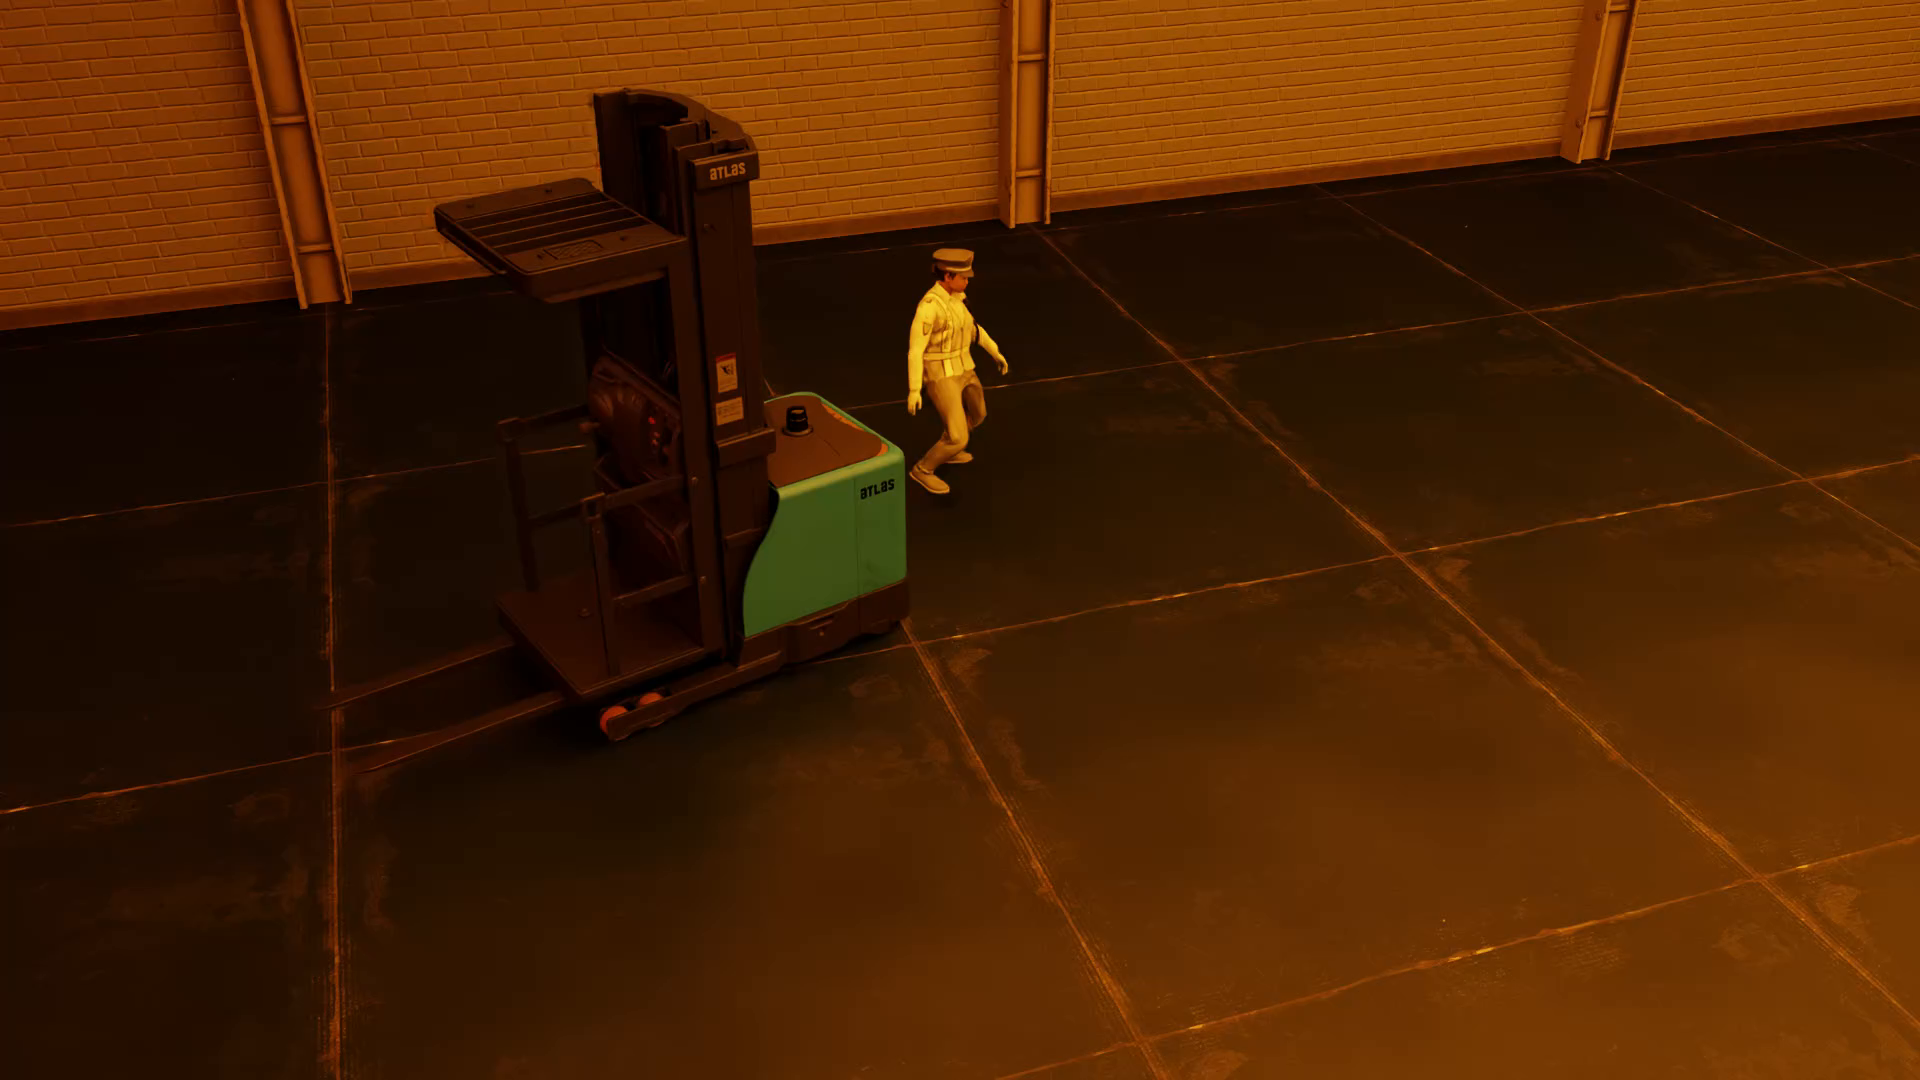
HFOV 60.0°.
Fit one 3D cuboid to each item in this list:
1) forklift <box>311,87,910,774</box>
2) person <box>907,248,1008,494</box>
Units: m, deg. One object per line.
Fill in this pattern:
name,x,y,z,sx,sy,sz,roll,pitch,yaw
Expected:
forklift,-1.769,-0.572,8.082,3.031,2.935,1.130,-20,35,-30
person,-0.054,-1.026,10.284,0.573,1.557,0.856,18,35,28
